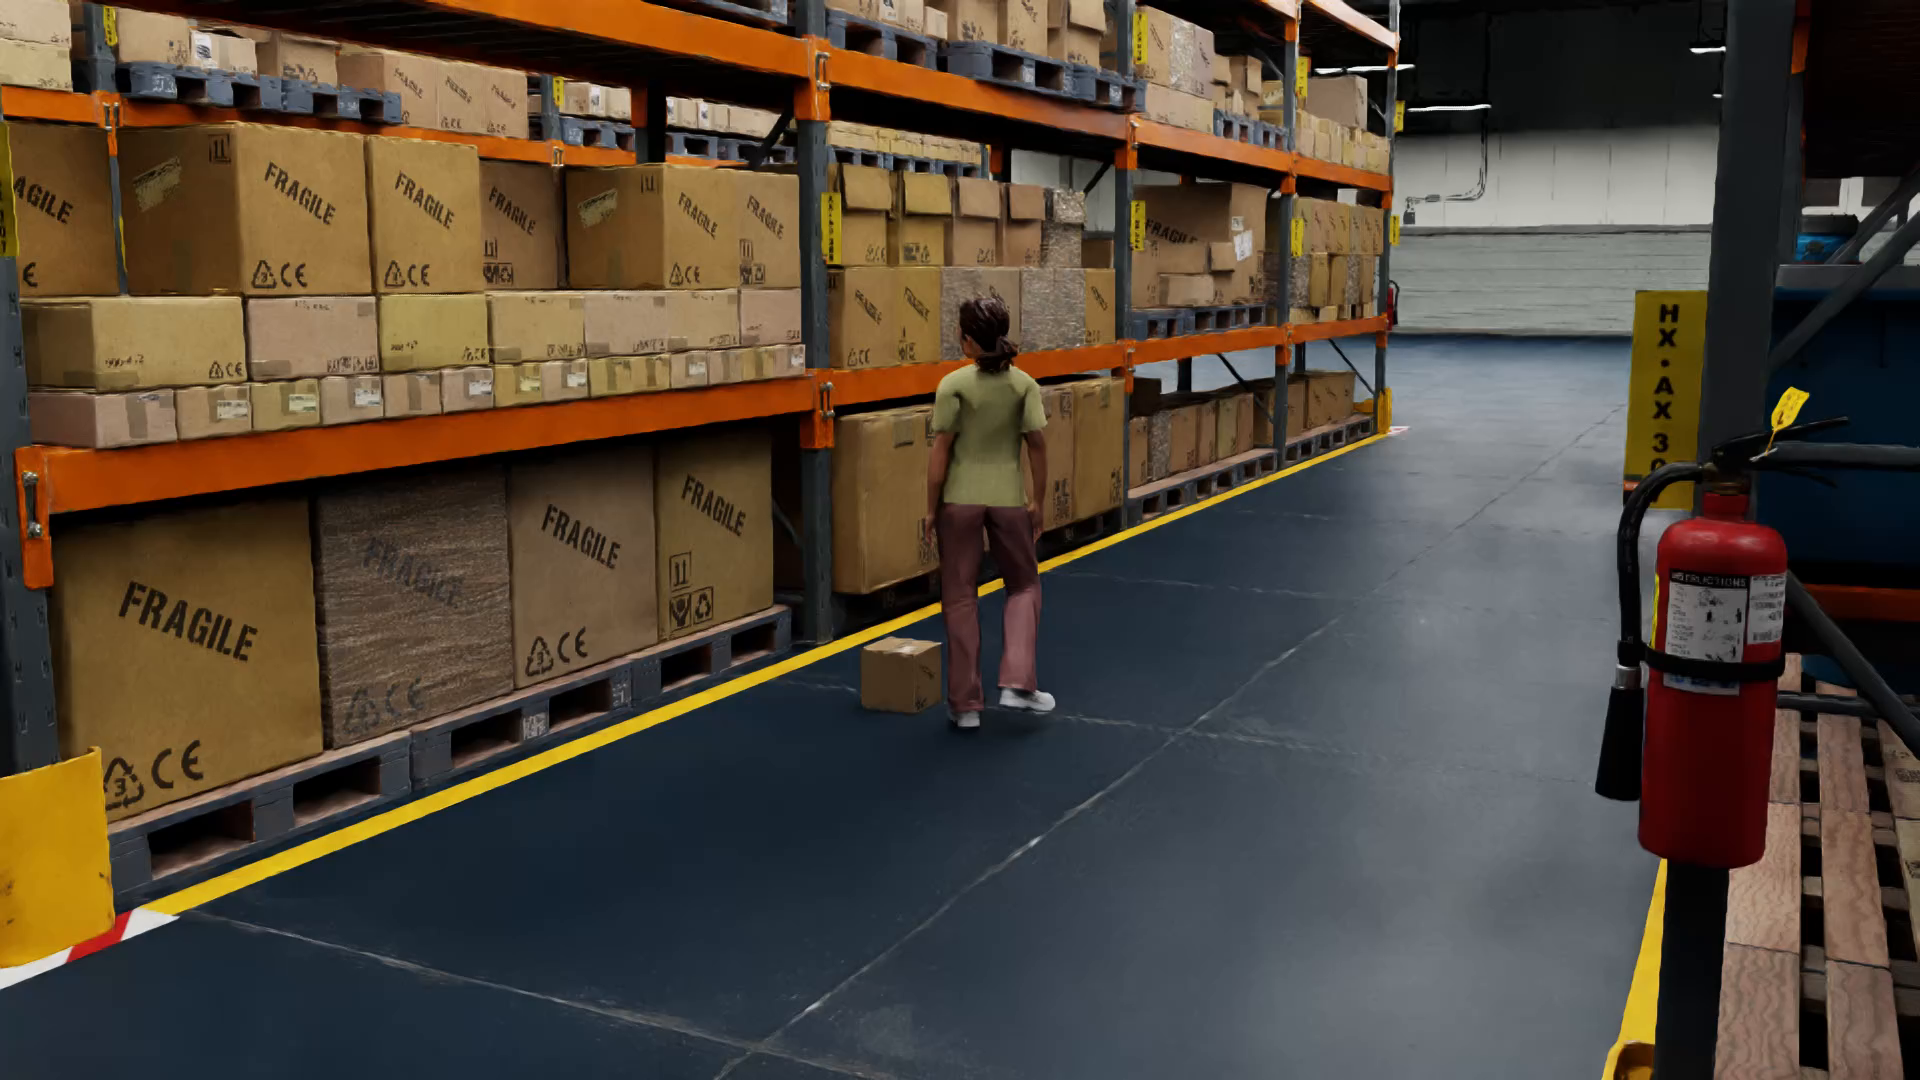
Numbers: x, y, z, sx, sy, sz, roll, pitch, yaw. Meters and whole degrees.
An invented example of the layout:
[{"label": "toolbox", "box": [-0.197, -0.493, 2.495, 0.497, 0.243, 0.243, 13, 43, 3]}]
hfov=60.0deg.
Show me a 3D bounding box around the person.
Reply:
[{"label": "person", "box": [0.117, 0.026, 6.462, 0.525, 1.418, 0.396, -2, 9, -12]}]
